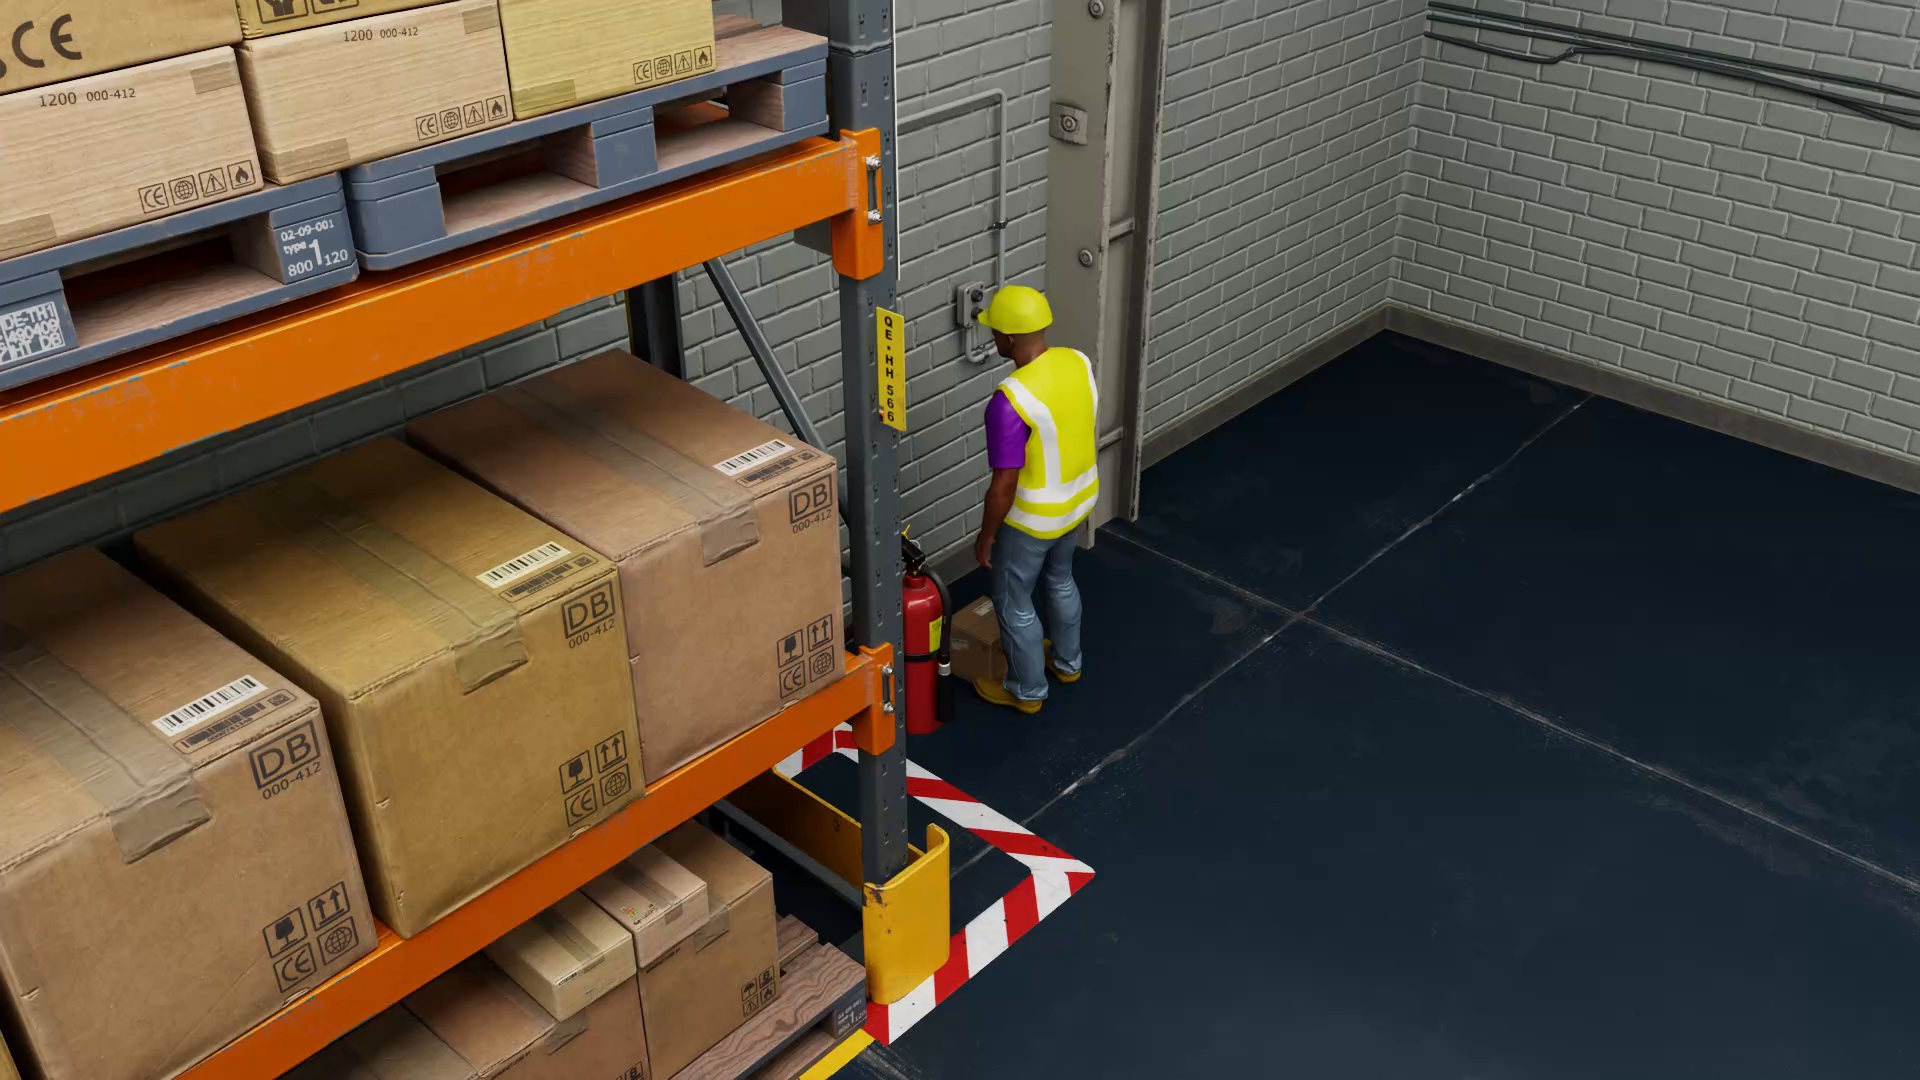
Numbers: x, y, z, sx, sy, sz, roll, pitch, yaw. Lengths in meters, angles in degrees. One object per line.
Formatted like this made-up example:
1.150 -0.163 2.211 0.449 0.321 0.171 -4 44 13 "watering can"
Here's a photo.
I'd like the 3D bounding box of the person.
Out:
0.276 -0.138 6.349 0.457 1.756 0.635 23 38 33 "person"
